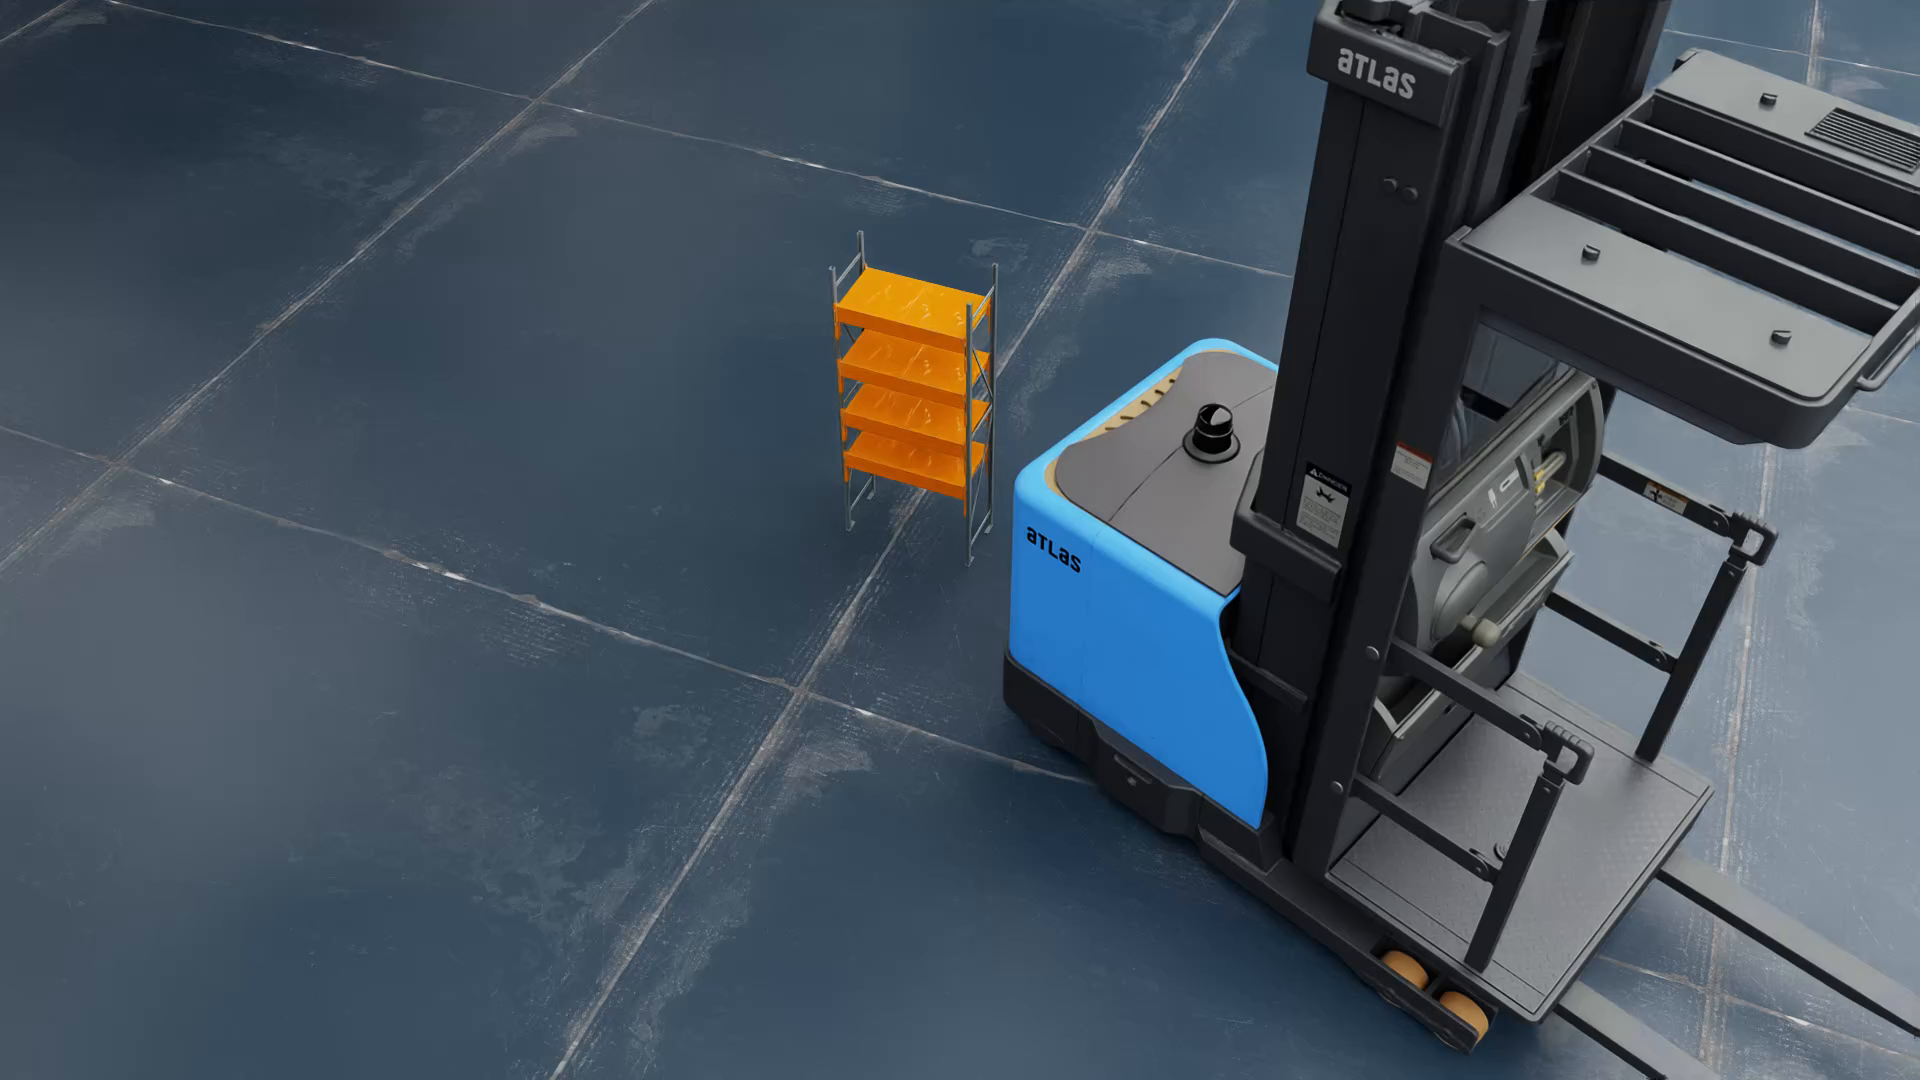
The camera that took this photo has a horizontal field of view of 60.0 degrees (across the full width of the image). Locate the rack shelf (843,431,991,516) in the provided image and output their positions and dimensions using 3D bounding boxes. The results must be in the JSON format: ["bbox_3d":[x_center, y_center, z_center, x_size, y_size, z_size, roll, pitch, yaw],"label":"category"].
[{"bbox_3d":[-0.153,-0.282,6.059,0.480,0.148,0.258,16,47,16],"label":"rack shelf"}]

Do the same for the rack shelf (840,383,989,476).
[{"bbox_3d":[-0.153,-0.423,5.919,0.480,0.148,0.258,16,47,16],"label":"rack shelf"}]

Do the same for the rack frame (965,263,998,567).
[{"bbox_3d":[0.072,-0.404,5.805,0.015,1.200,0.240,16,47,16],"label":"rack frame"}]

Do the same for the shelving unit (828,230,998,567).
[{"bbox_3d":[-0.153,-0.470,5.872,0.503,1.200,0.258,16,47,16],"label":"shelving unit"}]

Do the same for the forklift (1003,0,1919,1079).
[{"bbox_3d":[1.562,0.000,4.172,3.031,2.935,1.130,34,54,29],"label":"forklift"}]

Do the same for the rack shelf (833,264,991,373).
[{"bbox_3d":[-0.153,-0.749,5.595,0.480,0.148,0.258,16,47,16],"label":"rack shelf"}]

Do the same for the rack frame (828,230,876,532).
[{"bbox_3d":[-0.378,-0.537,5.939,0.015,1.200,0.240,16,47,16],"label":"rack frame"}]

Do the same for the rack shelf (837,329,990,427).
[{"bbox_3d":[-0.153,-0.581,5.762,0.480,0.148,0.258,16,47,16],"label":"rack shelf"}]
